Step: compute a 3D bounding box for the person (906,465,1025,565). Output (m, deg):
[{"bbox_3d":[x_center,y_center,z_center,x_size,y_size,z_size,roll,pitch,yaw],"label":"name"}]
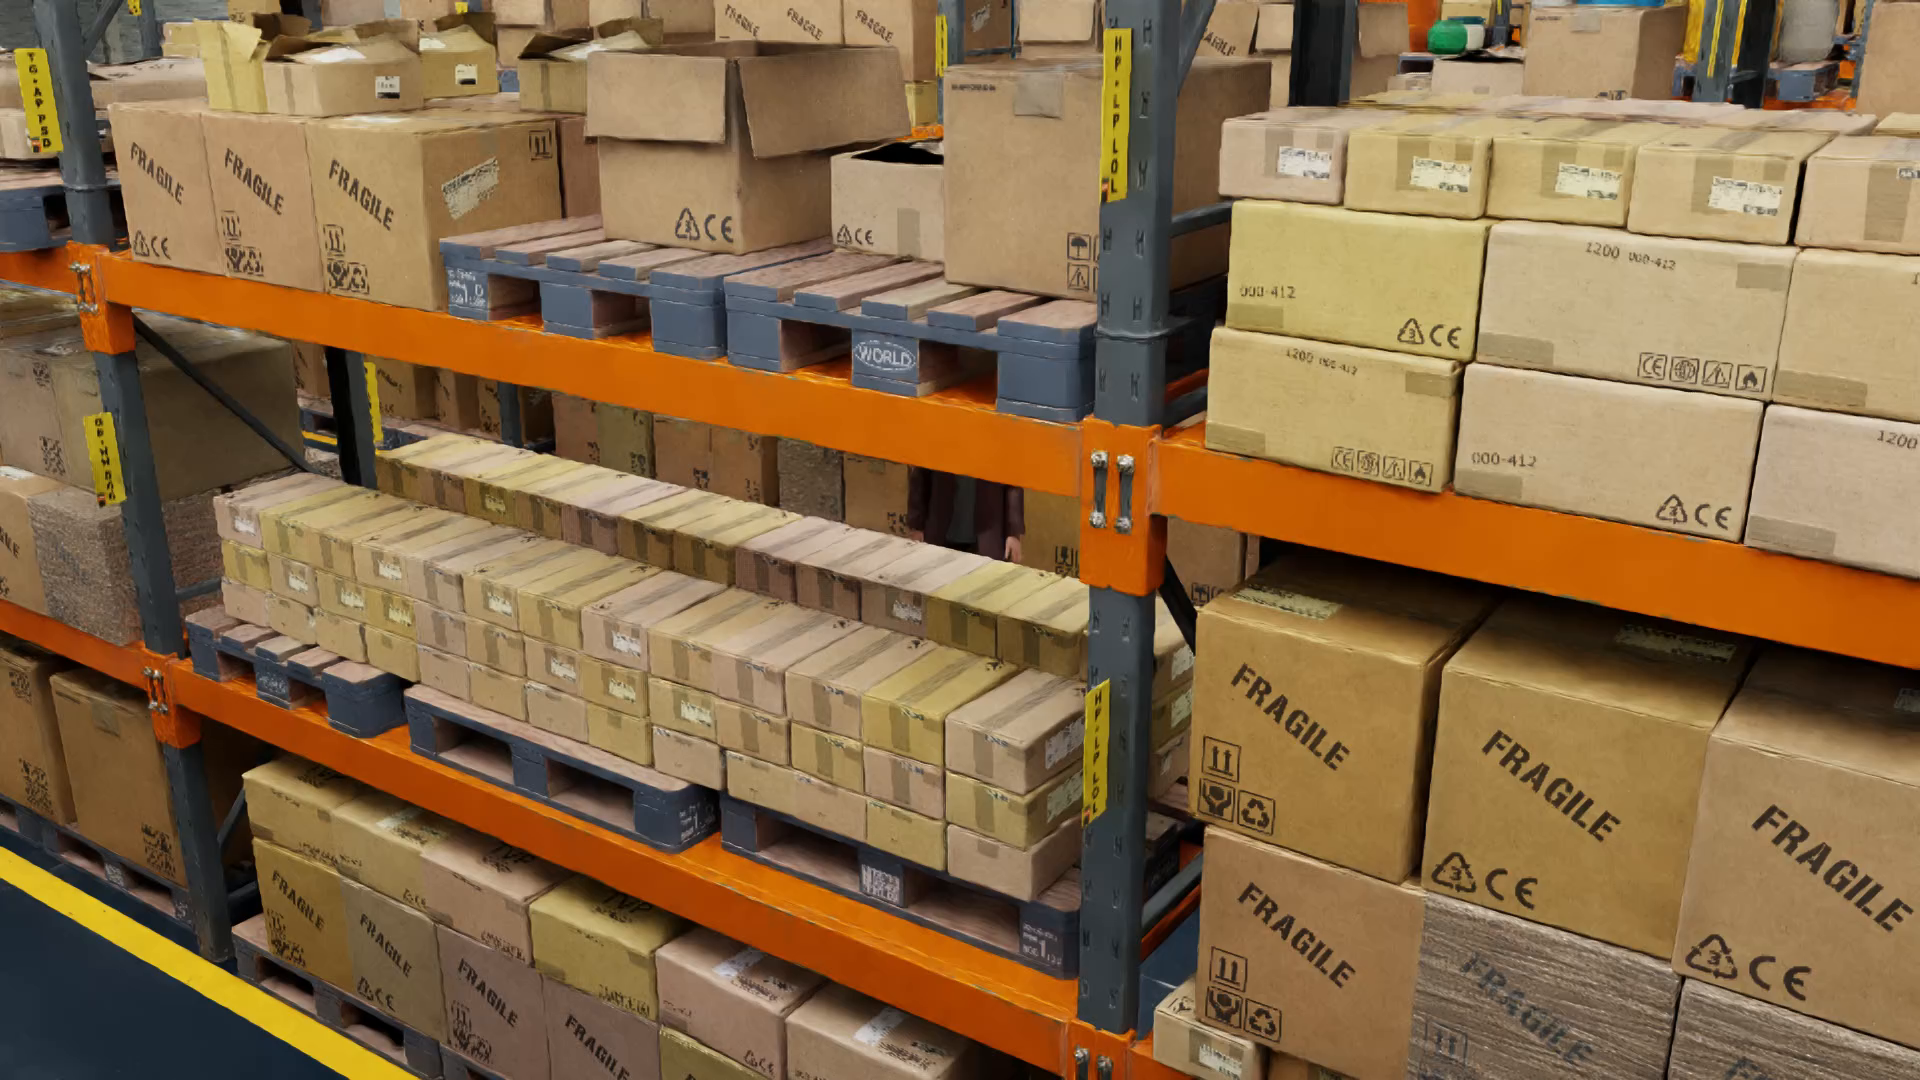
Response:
[{"bbox_3d":[0.035,0.041,8.733,0.640,1.572,0.555,3,20,9],"label":"person"}]
